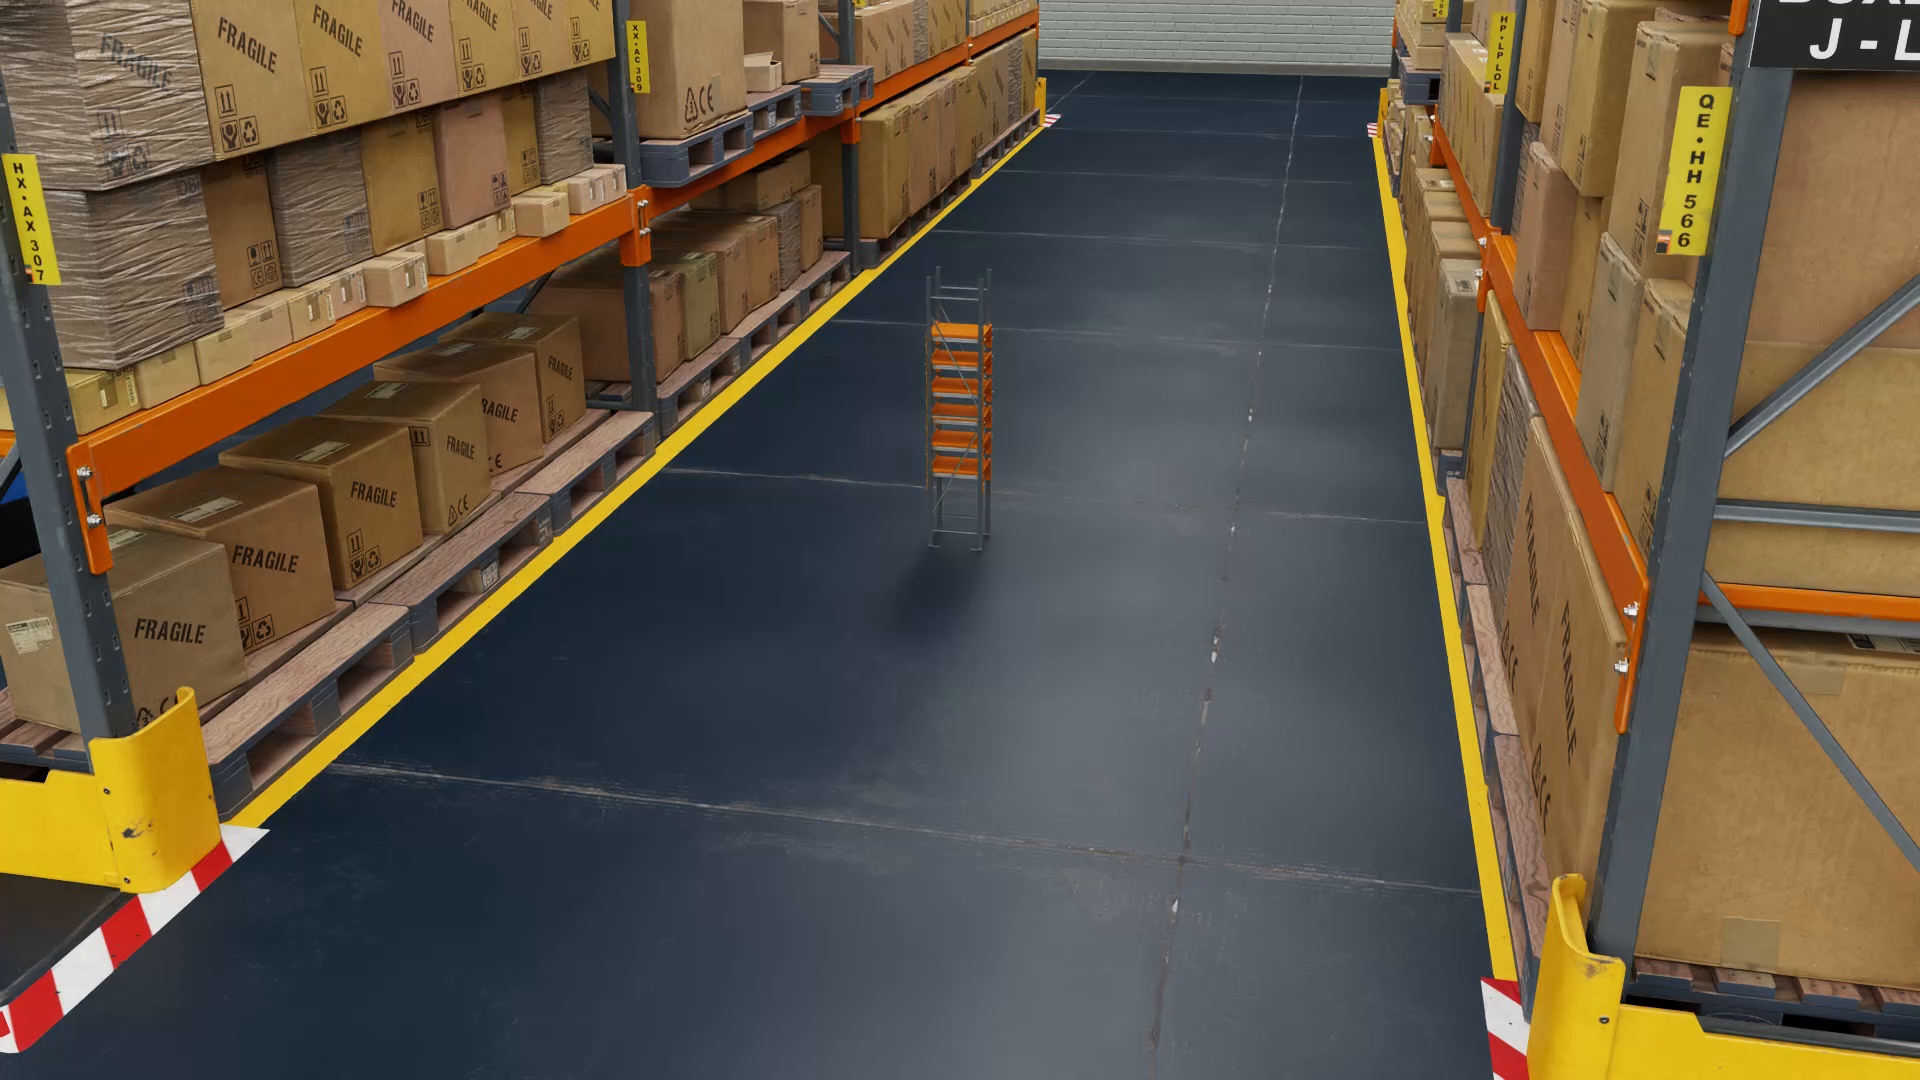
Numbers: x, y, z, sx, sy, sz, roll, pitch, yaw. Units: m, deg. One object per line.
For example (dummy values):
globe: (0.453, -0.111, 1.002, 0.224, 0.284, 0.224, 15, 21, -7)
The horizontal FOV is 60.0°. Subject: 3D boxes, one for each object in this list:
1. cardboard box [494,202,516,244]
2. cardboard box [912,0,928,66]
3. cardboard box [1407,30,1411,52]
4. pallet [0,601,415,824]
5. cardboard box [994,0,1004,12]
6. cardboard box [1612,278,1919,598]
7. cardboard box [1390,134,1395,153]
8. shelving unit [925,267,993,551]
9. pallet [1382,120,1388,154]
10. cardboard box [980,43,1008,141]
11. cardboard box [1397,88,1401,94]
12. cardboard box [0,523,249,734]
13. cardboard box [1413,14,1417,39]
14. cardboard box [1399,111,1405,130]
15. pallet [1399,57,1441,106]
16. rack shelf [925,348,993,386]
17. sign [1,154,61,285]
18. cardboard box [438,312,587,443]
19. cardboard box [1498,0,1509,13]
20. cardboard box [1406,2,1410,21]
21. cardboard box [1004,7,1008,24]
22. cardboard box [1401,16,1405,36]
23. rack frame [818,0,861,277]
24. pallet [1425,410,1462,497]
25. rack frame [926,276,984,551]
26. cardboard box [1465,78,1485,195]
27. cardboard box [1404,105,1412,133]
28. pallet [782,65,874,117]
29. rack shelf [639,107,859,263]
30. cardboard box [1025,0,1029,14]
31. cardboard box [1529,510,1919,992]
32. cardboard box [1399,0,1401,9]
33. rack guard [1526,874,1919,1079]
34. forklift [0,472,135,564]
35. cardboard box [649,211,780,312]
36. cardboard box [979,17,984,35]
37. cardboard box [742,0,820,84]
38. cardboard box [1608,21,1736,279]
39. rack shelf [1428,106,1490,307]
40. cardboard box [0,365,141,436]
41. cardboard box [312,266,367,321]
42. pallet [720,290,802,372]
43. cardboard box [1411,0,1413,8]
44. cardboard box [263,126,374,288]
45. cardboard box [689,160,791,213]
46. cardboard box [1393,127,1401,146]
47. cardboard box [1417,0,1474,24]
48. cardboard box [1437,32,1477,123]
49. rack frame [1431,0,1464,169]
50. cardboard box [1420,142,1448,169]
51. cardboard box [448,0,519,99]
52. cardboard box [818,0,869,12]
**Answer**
cardboard box: (-2.096, -1.329, 6.976, 0.380, 0.149, 0.250, 4, 22, 11)
cardboard box: (-0.558, -4.131, 13.462, 0.500, 0.500, 0.500, 5, 22, 11)
cardboard box: (3.466, -3.622, 12.105, 0.380, 0.149, 0.250, 3, 22, 9)
pallet: (-2.648, 0.528, 5.759, 1.003, 0.211, 1.213, 4, 22, 11)
cardboard box: (0.143, -5.423, 16.607, 0.500, 0.250, 0.500, 5, 22, 12)
cardboard box: (2.002, -0.237, 3.725, 0.875, 0.550, 0.550, 4, 22, 11)
cardboard box: (4.377, -3.837, 16.119, 0.380, 0.149, 0.250, 4, 22, 11)
shelving unit: (-0.003, -0.551, 7.116, 0.258, 1.200, 0.189, 4, 22, 11)
pallet: (5.020, -4.264, 17.658, 1.003, 0.211, 1.213, 4, 22, 11)
cardboard box: (-0.019, -4.605, 17.055, 0.875, 0.875, 0.875, 4, 22, 11)
cardboard box: (4.711, -4.573, 17.150, 0.380, 0.149, 0.250, 3, 22, 8)
cardboard box: (-2.720, 0.295, 5.391, 0.500, 0.500, 0.500, 9, 24, 21)
cardboard box: (3.362, -3.579, 11.602, 0.380, 0.149, 0.250, 5, 22, 12)
cardboard box: (4.294, -3.903, 15.487, 0.380, 0.149, 0.250, 4, 22, 10)
pallet: (3.644, -3.133, 11.375, 1.213, 0.211, 1.003, 4, 22, 11)
rack shelf: (-0.003, -0.733, 7.043, 0.258, 0.103, 0.180, 4, 22, 11)
sign: (-2.333, -0.803, 4.174, 0.100, 0.325, 0.005, 4, 22, 11)
cardboard box: (-2.169, -0.798, 8.103, 0.500, 0.500, 0.500, 4, 22, 9)
cardboard box: (3.193, -2.741, 8.671, 0.700, 0.500, 0.500, 4, 22, 10)
cardboard box: (3.626, -4.044, 12.754, 0.380, 0.149, 0.250, 4, 22, 10)
cardboard box: (0.287, -5.368, 17.004, 0.380, 0.149, 0.250, 4, 22, 9)
cardboard box: (3.731, -4.101, 13.296, 0.380, 0.149, 0.250, 5, 22, 11)
rack frame: (-1.232, -3.369, 11.703, 1.000, 3.000, 0.127, 4, 22, 11)
pallet: (2.871, -0.485, 8.276, 1.003, 0.211, 1.213, 4, 22, 11)
rack frame: (-0.022, -0.518, 7.033, 0.240, 1.200, 0.006, 4, 22, 11)
cardboard box: (2.735, -1.933, 8.005, 0.500, 0.500, 0.500, 4, 22, 10)
cardboard box: (4.010, -3.550, 13.932, 0.500, 0.250, 0.500, 3, 22, 9)
pallet: (-1.273, -3.011, 11.071, 1.213, 0.211, 1.003, 4, 22, 11)
rack shelf: (-1.640, -2.304, 10.021, 1.077, 0.370, 4.000, 4, 22, 11)
cardboard box: (0.546, -5.835, 18.164, 0.380, 0.149, 0.250, 5, 22, 11)
cardboard box: (2.044, 0.510, 4.354, 0.875, 0.875, 0.875, 5, 22, 11)
cardboard box: (3.889, -4.524, 13.947, 0.380, 0.149, 0.250, 5, 22, 12)
rack guard: (1.966, 1.140, 3.853, 1.175, 0.500, 0.348, 4, 22, 11)
forklift: (-5.201, -1.537, 7.246, 3.031, 2.935, 1.130, 13, 25, 29)
cardboard box: (-1.559, -1.755, 10.453, 0.700, 0.500, 0.500, 6, 23, 15)
cardboard box: (0.024, -4.894, 15.826, 0.380, 0.149, 0.250, 4, 22, 9)
cardboard box: (-1.319, -3.198, 10.582, 0.700, 0.500, 0.500, 8, 23, 19)
cardboard box: (2.106, -0.939, 4.024, 0.875, 0.550, 0.550, 4, 22, 11)
rack shelf: (3.195, -1.889, 8.991, 1.077, 0.370, 4.000, 4, 22, 11)
cardboard box: (-2.573, -0.412, 4.699, 0.380, 0.149, 0.250, 4, 22, 11)
cardboard box: (-2.324, -0.870, 5.835, 0.380, 0.149, 0.250, 4, 22, 11)
pallet: (-1.644, -1.345, 10.410, 1.003, 0.211, 1.213, 4, 22, 11)
cardboard box: (3.520, -3.995, 12.235, 0.380, 0.149, 0.250, 6, 23, 14)
cardboard box: (-2.596, -1.198, 5.781, 0.875, 0.500, 0.500, 4, 22, 11)
cardboard box: (-1.438, -2.319, 10.850, 0.500, 0.250, 0.500, 7, 23, 17)
cardboard box: (4.253, -3.766, 15.544, 0.380, 0.149, 0.250, 4, 22, 9)
cardboard box: (3.254, -3.522, 11.062, 0.380, 0.149, 0.250, 4, 22, 9)
cardboard box: (3.247, -2.856, 10.297, 0.500, 0.500, 0.500, 5, 22, 12)
rack frame: (3.603, -2.954, 10.672, 1.000, 3.000, 0.127, 4, 22, 11)
cardboard box: (3.486, -2.607, 11.591, 0.500, 0.250, 0.500, 4, 22, 10)
cardboard box: (-2.074, -2.003, 6.441, 0.500, 0.500, 0.500, 4, 22, 11)
cardboard box: (-1.067, -4.147, 12.158, 0.797, 0.503, 0.637, 5, 23, 13)
